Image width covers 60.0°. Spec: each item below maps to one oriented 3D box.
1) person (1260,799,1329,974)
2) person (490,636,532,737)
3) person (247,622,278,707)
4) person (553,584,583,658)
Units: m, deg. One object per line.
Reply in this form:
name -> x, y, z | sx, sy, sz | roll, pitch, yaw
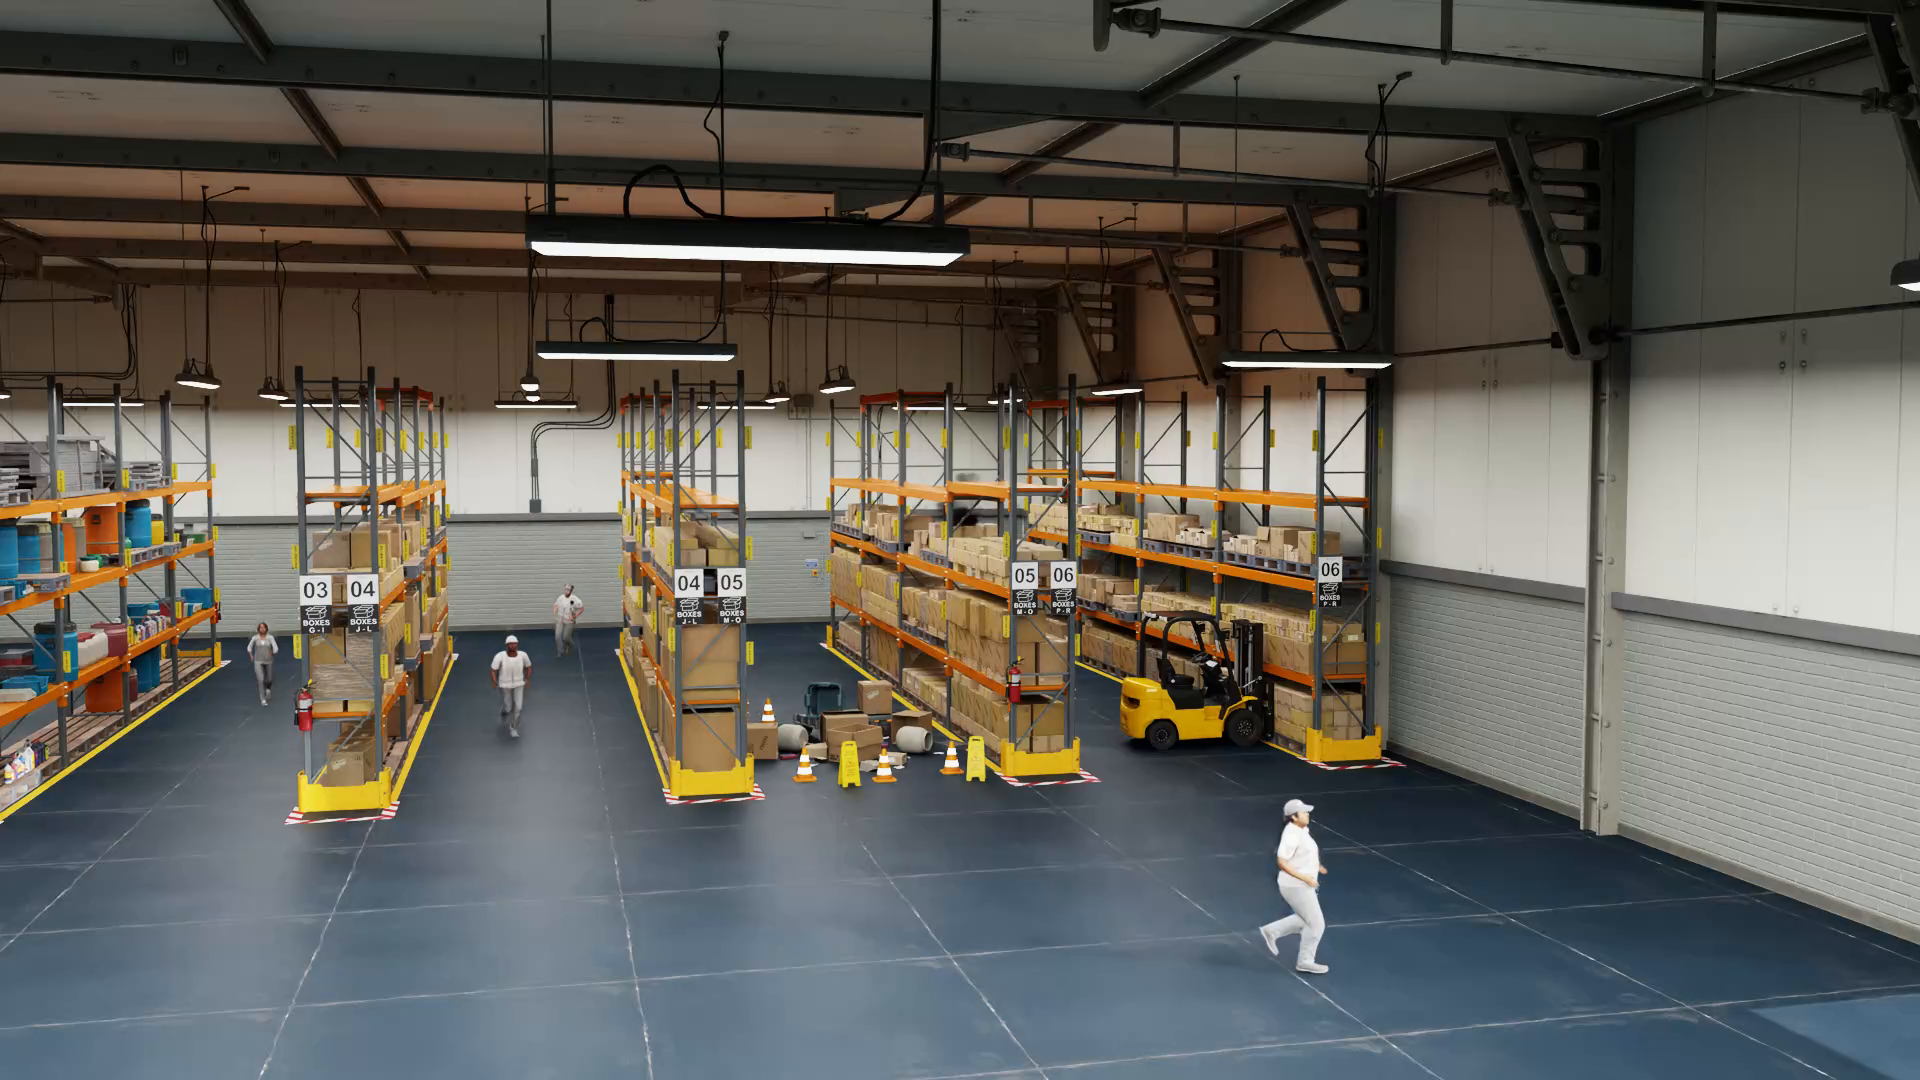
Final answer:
person -> 3.162, 3.254, 15.700 | 0.645, 1.619, 0.611 | 1, 4, 18
person -> -7.624, 2.464, 28.255 | 0.690, 1.715, 0.653 | -2, 4, -25
person -> -13.215, 2.342, 31.522 | 0.546, 1.555, 0.743 | -2, 4, -26
person -> -9.072, 1.859, 38.393 | 0.690, 1.730, 0.628 | 1, 3, 11
